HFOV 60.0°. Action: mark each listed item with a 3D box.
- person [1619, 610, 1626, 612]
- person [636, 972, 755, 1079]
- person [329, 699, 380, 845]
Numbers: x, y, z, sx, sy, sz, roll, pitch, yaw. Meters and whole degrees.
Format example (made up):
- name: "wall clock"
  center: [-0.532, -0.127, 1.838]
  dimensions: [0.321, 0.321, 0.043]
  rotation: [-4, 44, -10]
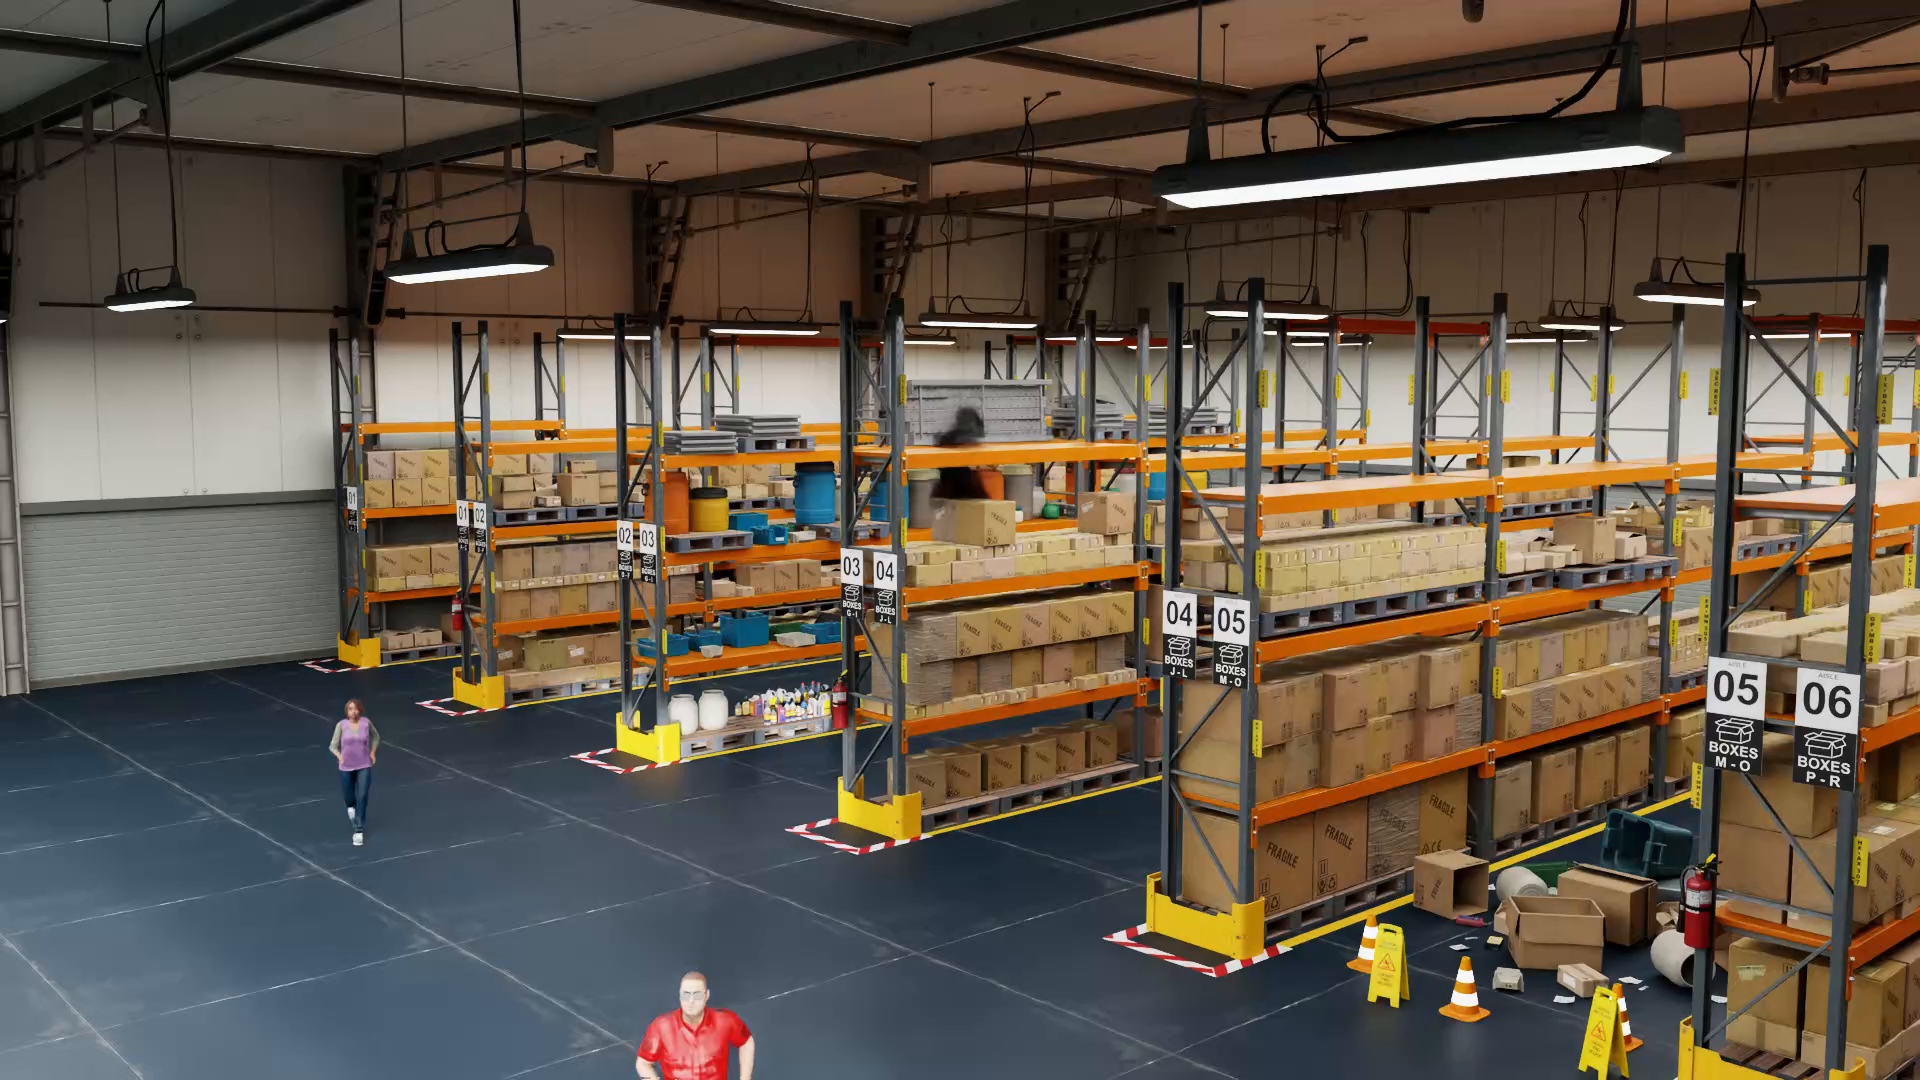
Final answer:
- name: "person"
  center: [9.518, 1.899, 23.992]
  dimensions: [0.976, 1.801, 0.690]
  rotation: [-5, 8, -42]
- name: "person"
  center: [-1.541, 3.359, 9.729]
  dimensions: [0.687, 1.741, 0.839]
  rotation: [-1, 6, -7]
- name: "person"
  center: [-6.748, 2.550, 18.576]
  dimensions: [0.538, 1.586, 0.790]
  rotation: [-2, 6, -21]
